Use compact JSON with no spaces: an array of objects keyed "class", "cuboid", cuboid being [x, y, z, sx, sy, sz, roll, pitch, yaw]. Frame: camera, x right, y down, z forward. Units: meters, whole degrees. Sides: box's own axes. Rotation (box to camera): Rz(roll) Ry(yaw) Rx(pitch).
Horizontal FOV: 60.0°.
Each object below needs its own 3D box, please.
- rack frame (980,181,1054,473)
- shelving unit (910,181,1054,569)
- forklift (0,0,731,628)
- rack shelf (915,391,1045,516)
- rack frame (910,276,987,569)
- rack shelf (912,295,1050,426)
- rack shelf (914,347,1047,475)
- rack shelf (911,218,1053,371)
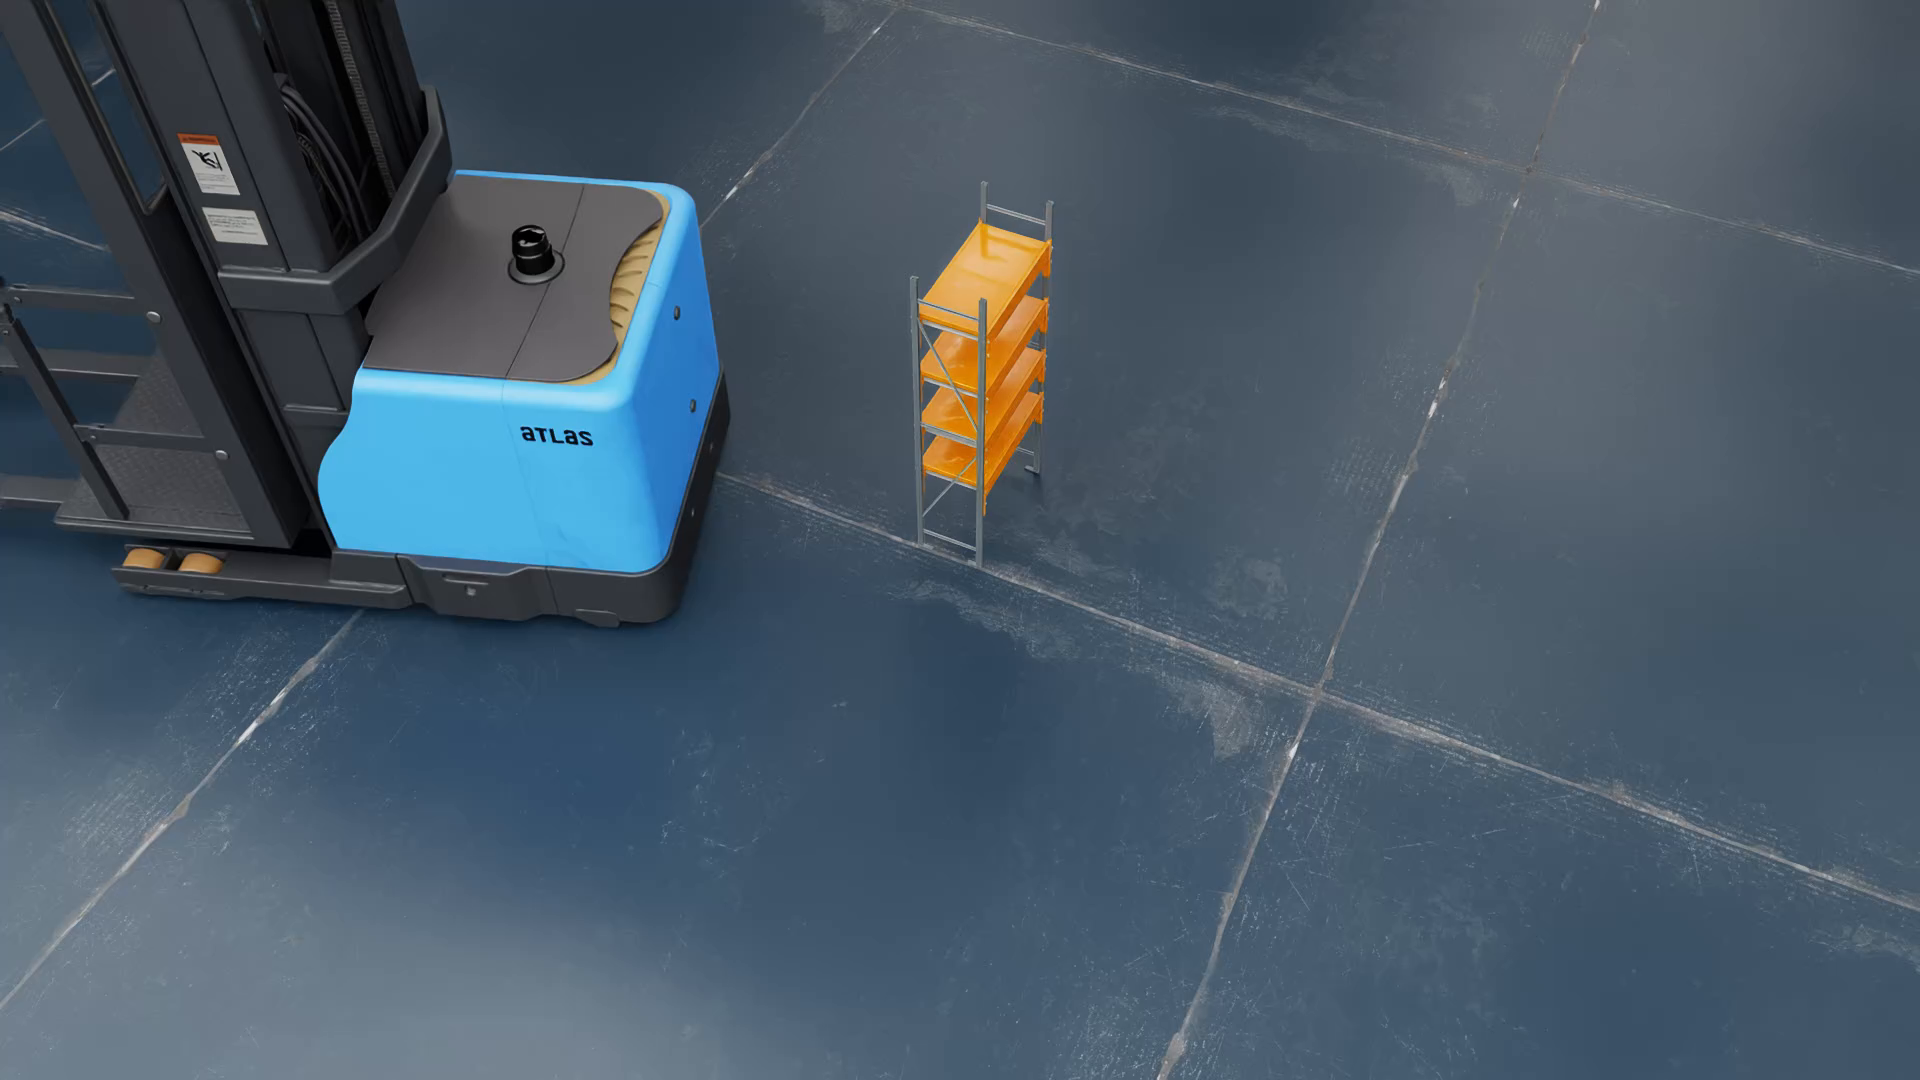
[{"class":"rack frame","cuboid":[0.175,-0.671,5.533,0.240,1.200,0.015,20,52,16]},{"class":"shelving unit","cuboid":[0.071,-0.503,5.390,0.258,1.200,0.503,20,52,16]},{"class":"forklift","cuboid":[-2.383,-1.146,4.801,3.031,2.935,1.130,5,50,4]},{"class":"rack shelf","cuboid":[0.071,-0.331,5.592,0.258,0.148,0.480,20,52,16]},{"class":"rack frame","cuboid":[-0.034,-0.335,5.247,0.240,1.200,0.015,20,52,16]},{"class":"rack shelf","cuboid":[0.071,-0.604,5.271,0.258,0.148,0.480,20,52,16]},{"class":"rack shelf","cuboid":[0.071,-0.459,5.441,0.258,0.148,0.480,20,52,16]},{"class":"rack shelf","cuboid":[0.071,-0.757,5.091,0.258,0.148,0.480,20,52,16]}]
